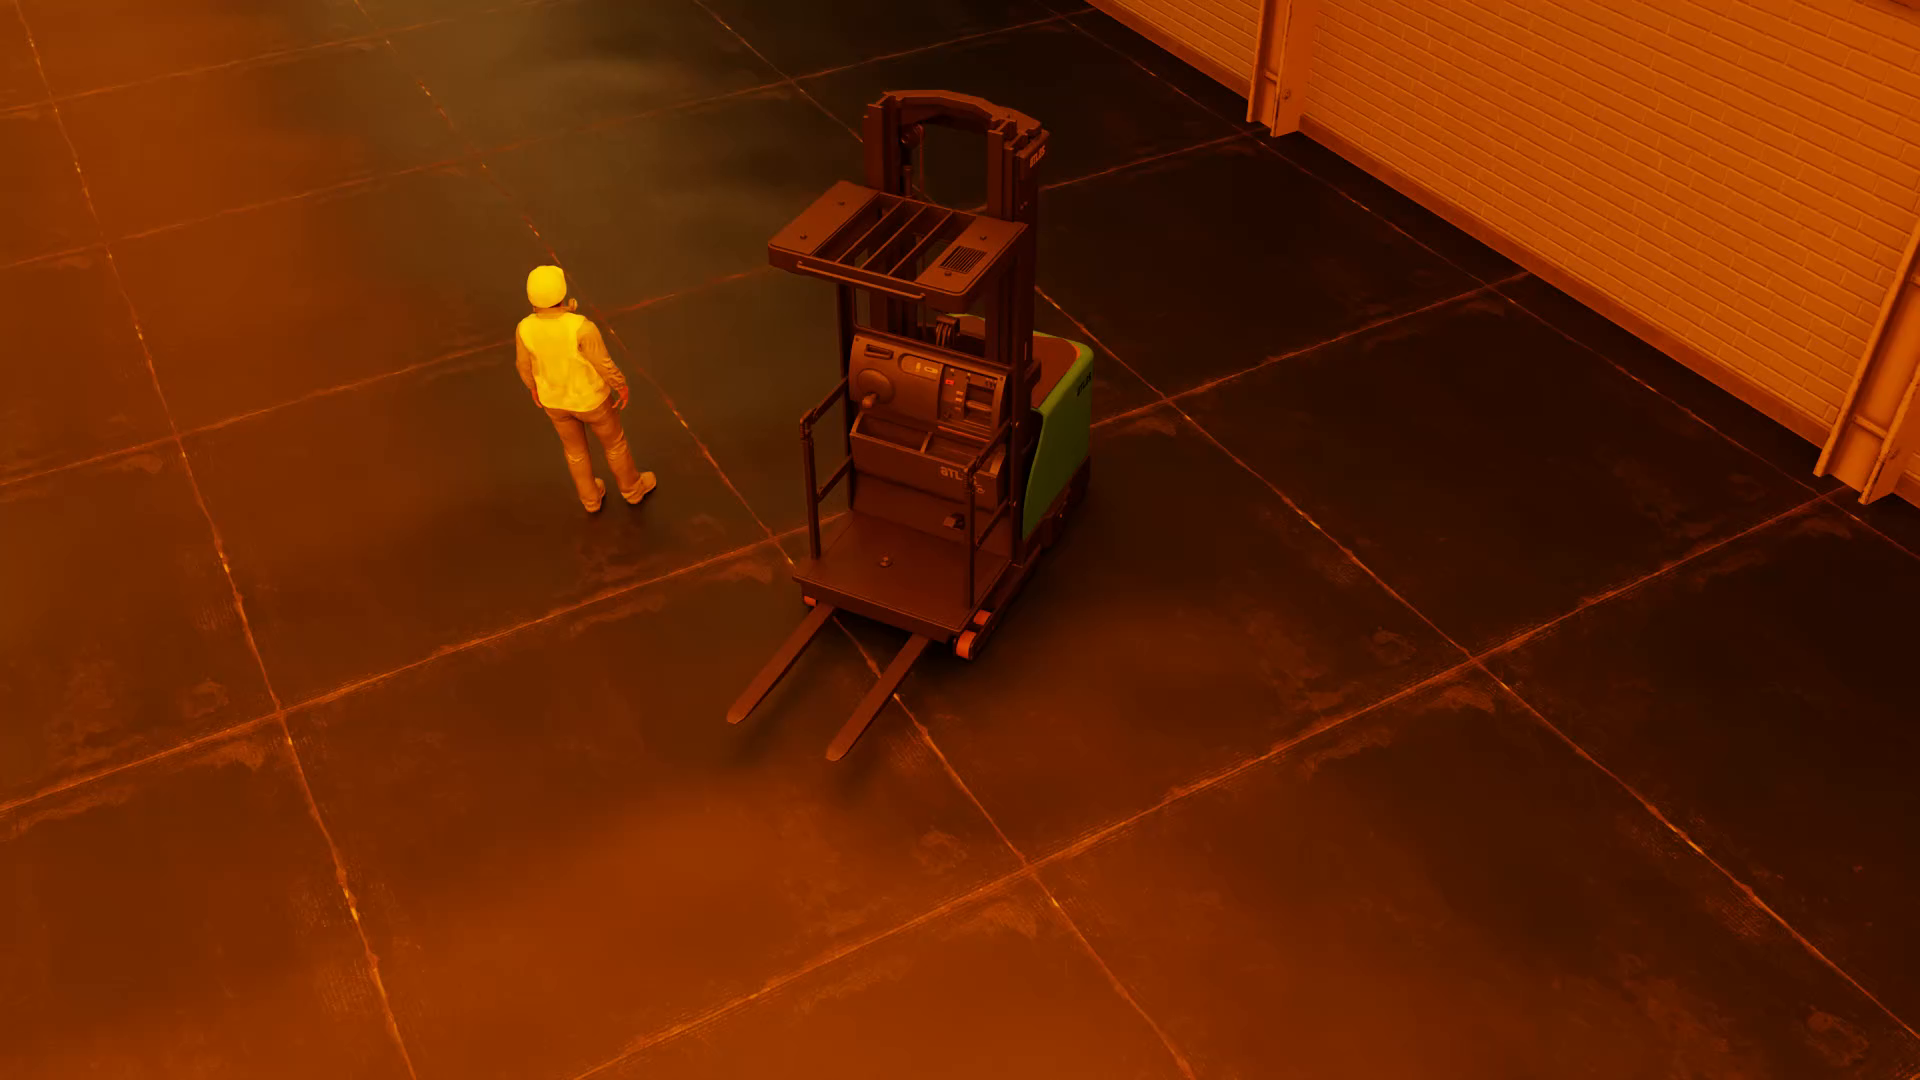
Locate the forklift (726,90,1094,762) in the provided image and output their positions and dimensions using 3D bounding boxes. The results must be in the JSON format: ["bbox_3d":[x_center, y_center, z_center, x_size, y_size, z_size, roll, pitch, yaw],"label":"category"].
[{"bbox_3d":[-0.276,-0.770,8.965,1.130,2.935,3.031,17,43,20],"label":"forklift"}]

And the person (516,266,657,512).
[{"bbox_3d":[-2.298,-0.931,10.057,0.630,1.768,0.570,5,40,6],"label":"person"}]
